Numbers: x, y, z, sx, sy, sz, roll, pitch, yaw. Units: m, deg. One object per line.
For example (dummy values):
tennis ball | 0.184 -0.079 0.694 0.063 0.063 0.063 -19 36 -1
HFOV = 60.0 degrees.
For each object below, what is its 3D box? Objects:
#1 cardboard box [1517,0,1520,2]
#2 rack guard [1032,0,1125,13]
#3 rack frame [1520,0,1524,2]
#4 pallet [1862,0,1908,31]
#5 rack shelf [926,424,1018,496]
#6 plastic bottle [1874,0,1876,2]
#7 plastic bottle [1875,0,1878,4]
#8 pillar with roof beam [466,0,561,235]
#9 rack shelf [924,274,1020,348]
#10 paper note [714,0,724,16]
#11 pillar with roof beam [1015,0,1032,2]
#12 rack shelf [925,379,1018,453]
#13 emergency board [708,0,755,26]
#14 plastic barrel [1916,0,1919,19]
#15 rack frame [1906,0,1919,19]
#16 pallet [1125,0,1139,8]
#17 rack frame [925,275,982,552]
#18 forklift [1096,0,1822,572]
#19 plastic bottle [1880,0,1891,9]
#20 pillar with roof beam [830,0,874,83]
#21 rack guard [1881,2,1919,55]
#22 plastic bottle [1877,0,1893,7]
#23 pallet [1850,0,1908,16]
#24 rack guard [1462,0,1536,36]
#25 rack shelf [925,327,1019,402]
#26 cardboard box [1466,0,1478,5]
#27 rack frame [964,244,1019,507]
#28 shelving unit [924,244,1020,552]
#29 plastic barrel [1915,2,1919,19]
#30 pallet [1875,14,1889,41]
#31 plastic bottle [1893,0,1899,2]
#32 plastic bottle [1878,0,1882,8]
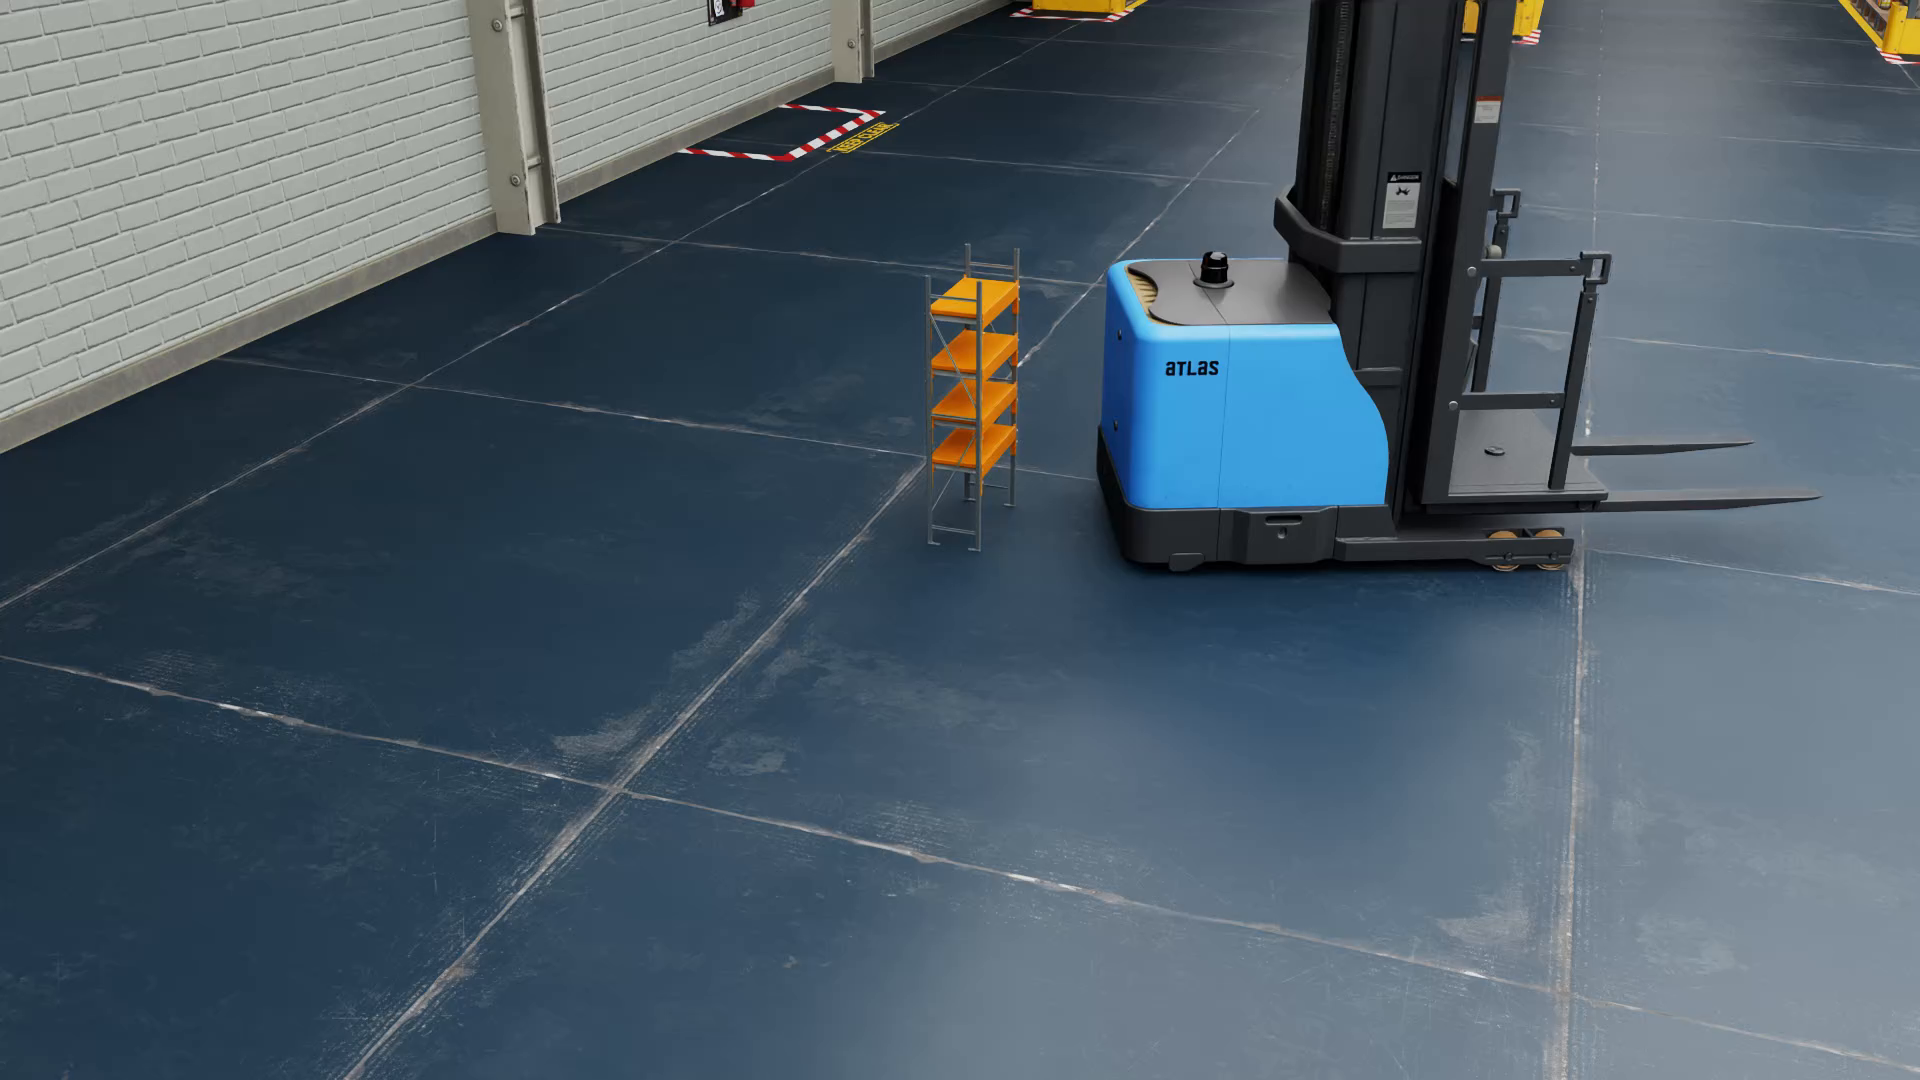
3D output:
cardboard box | 6.550 -6.532 19.972 0.500 0.250 0.500 9 27 17
rack guard | 1.515 -7.015 21.166 1.175 0.500 0.348 9 27 17
rack frame | 6.162 -7.392 19.076 1.000 3.000 0.127 9 27 17
pallet | 11.496 -6.288 19.996 1.003 0.211 1.213 9 27 17
rack shelf | 0.055 -0.369 7.245 0.258 0.148 0.480 9 27 17
plastic bottle | 11.237 -6.722 20.226 0.144 0.351 0.185 10 28 20
plastic bottle | 11.186 -6.620 20.101 0.152 0.276 0.135 8 27 16
pillar with roof beam | 0.973 -5.667 8.628 9.100 9.000 0.400 9 27 17
rack shelf | 0.055 -0.962 6.958 0.258 0.148 0.480 9 27 17
paper note | -2.072 -4.588 14.294 0.016 0.148 0.142 9 27 17
pillar with roof beam | 4.966 -10.598 18.813 9.100 9.000 0.400 9 27 17
rack shelf | 0.055 -0.548 7.158 0.258 0.148 0.480 9 27 17
emergency board | -1.948 -5.047 14.231 0.194 1.169 0.643 9 27 17
plastic barrel | 10.979 -6.023 18.621 0.421 0.512 0.421 0 26 0
rack frame | 10.832 -6.673 17.589 1.000 3.000 0.127 9 27 17
pallet | 1.819 -7.214 21.908 1.003 0.211 1.213 9 27 17
rack frame | -0.026 -0.508 6.922 0.240 1.200 0.015 9 27 17
forklift | 2.170 -1.418 6.814 3.031 2.935 1.130 -1 26 -3
plastic bottle | 11.030 -6.429 19.793 0.097 0.201 0.097 0 26 0
pillar with roof beam | 2.970 -8.133 13.721 9.100 9.000 0.400 9 27 17
rack guard | 10.813 -5.586 18.213 1.175 0.500 0.348 9 27 17
plastic bottle | 11.139 -6.563 19.983 0.152 0.276 0.135 9 27 18
pallet | 11.900 -6.791 21.034 1.003 0.211 1.213 9 27 17
rack guard | 6.154 -6.258 19.600 1.175 0.500 0.348 9 27 17
rack shelf | 0.055 -0.749 7.061 0.258 0.148 0.480 9 27 17
cardboard box | 6.062 -6.607 20.127 0.500 0.250 0.500 9 27 17
rack frame | 0.136 -0.708 7.336 0.240 1.200 0.015 9 27 17
shelving unit | 0.055 -0.608 7.129 0.258 1.200 0.503 9 27 17
plastic barrel | 11.146 -6.229 19.047 0.421 0.512 0.421 0 26 0
pallet | 11.088 -5.789 18.964 1.003 0.211 1.213 9 27 17
plastic bottle | 11.240 -6.551 19.950 0.061 0.283 0.133 9 27 17
plastic bottle | 11.051 -6.517 19.880 0.061 0.283 0.133 9 27 19
